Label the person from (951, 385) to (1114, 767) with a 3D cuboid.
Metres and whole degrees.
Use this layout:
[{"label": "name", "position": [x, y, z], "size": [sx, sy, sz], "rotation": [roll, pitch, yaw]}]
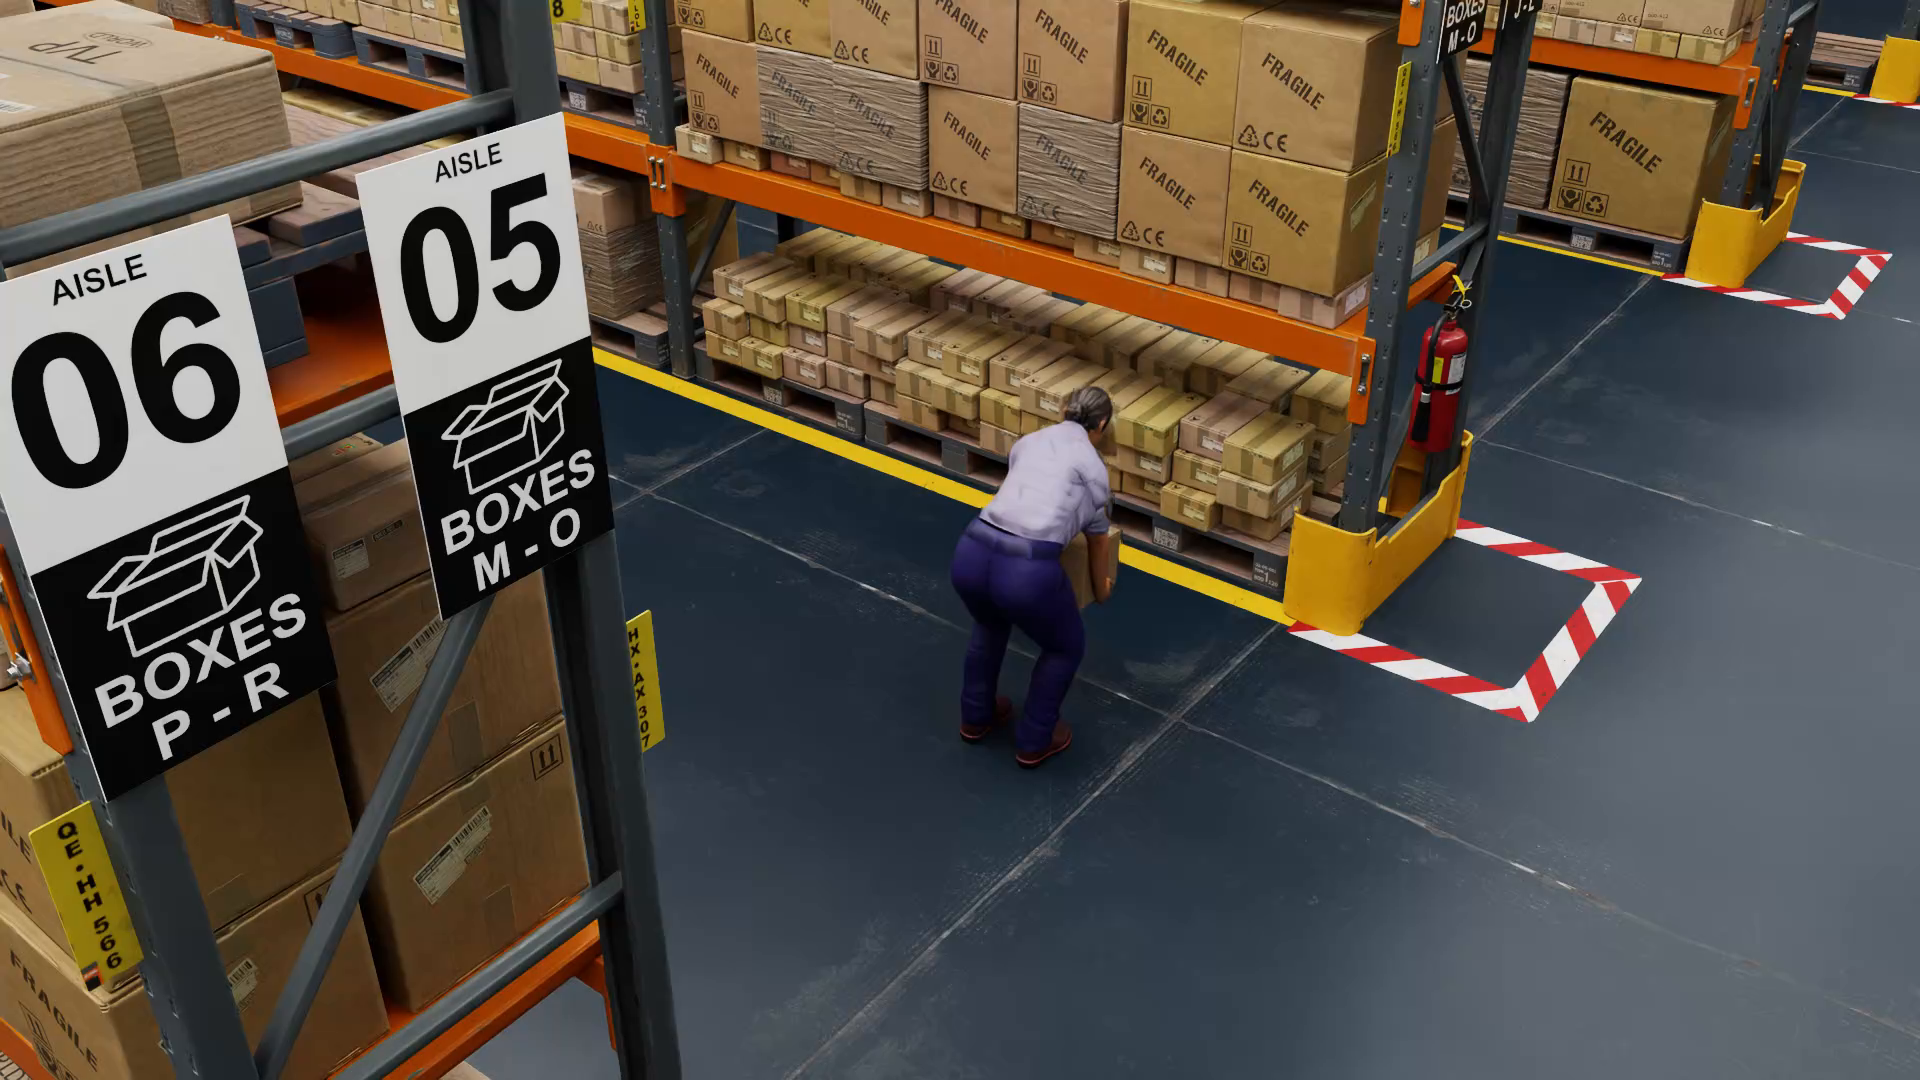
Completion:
[{"label": "person", "position": [0.311, 0.136, 6.251], "size": [0.466, 1.315, 0.815], "rotation": [20, 37, 30]}]
